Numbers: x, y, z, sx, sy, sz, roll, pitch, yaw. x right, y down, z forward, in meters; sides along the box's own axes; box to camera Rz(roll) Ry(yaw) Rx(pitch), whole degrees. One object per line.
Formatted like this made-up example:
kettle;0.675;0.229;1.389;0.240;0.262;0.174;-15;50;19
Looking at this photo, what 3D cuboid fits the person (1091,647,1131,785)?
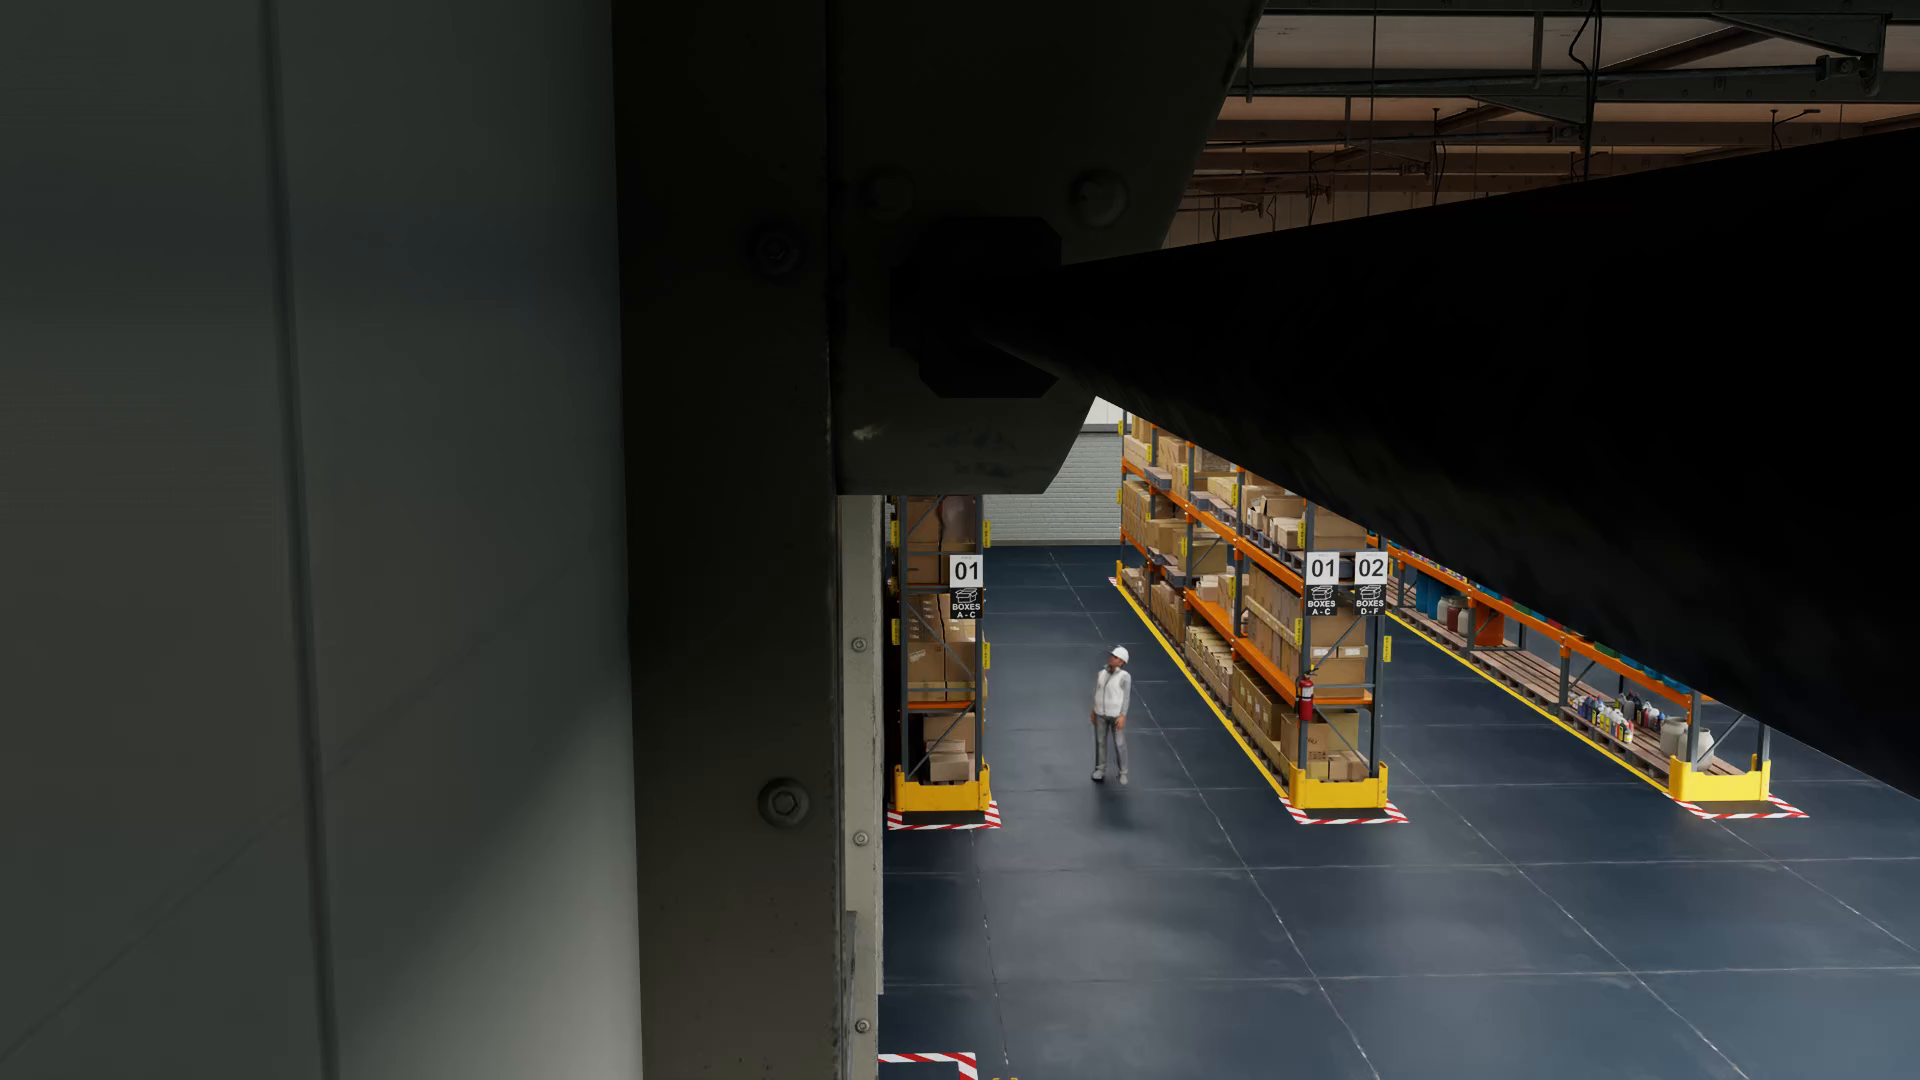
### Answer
person;1.980;2.291;21.729;0.567;1.781;0.458;4;9;25
